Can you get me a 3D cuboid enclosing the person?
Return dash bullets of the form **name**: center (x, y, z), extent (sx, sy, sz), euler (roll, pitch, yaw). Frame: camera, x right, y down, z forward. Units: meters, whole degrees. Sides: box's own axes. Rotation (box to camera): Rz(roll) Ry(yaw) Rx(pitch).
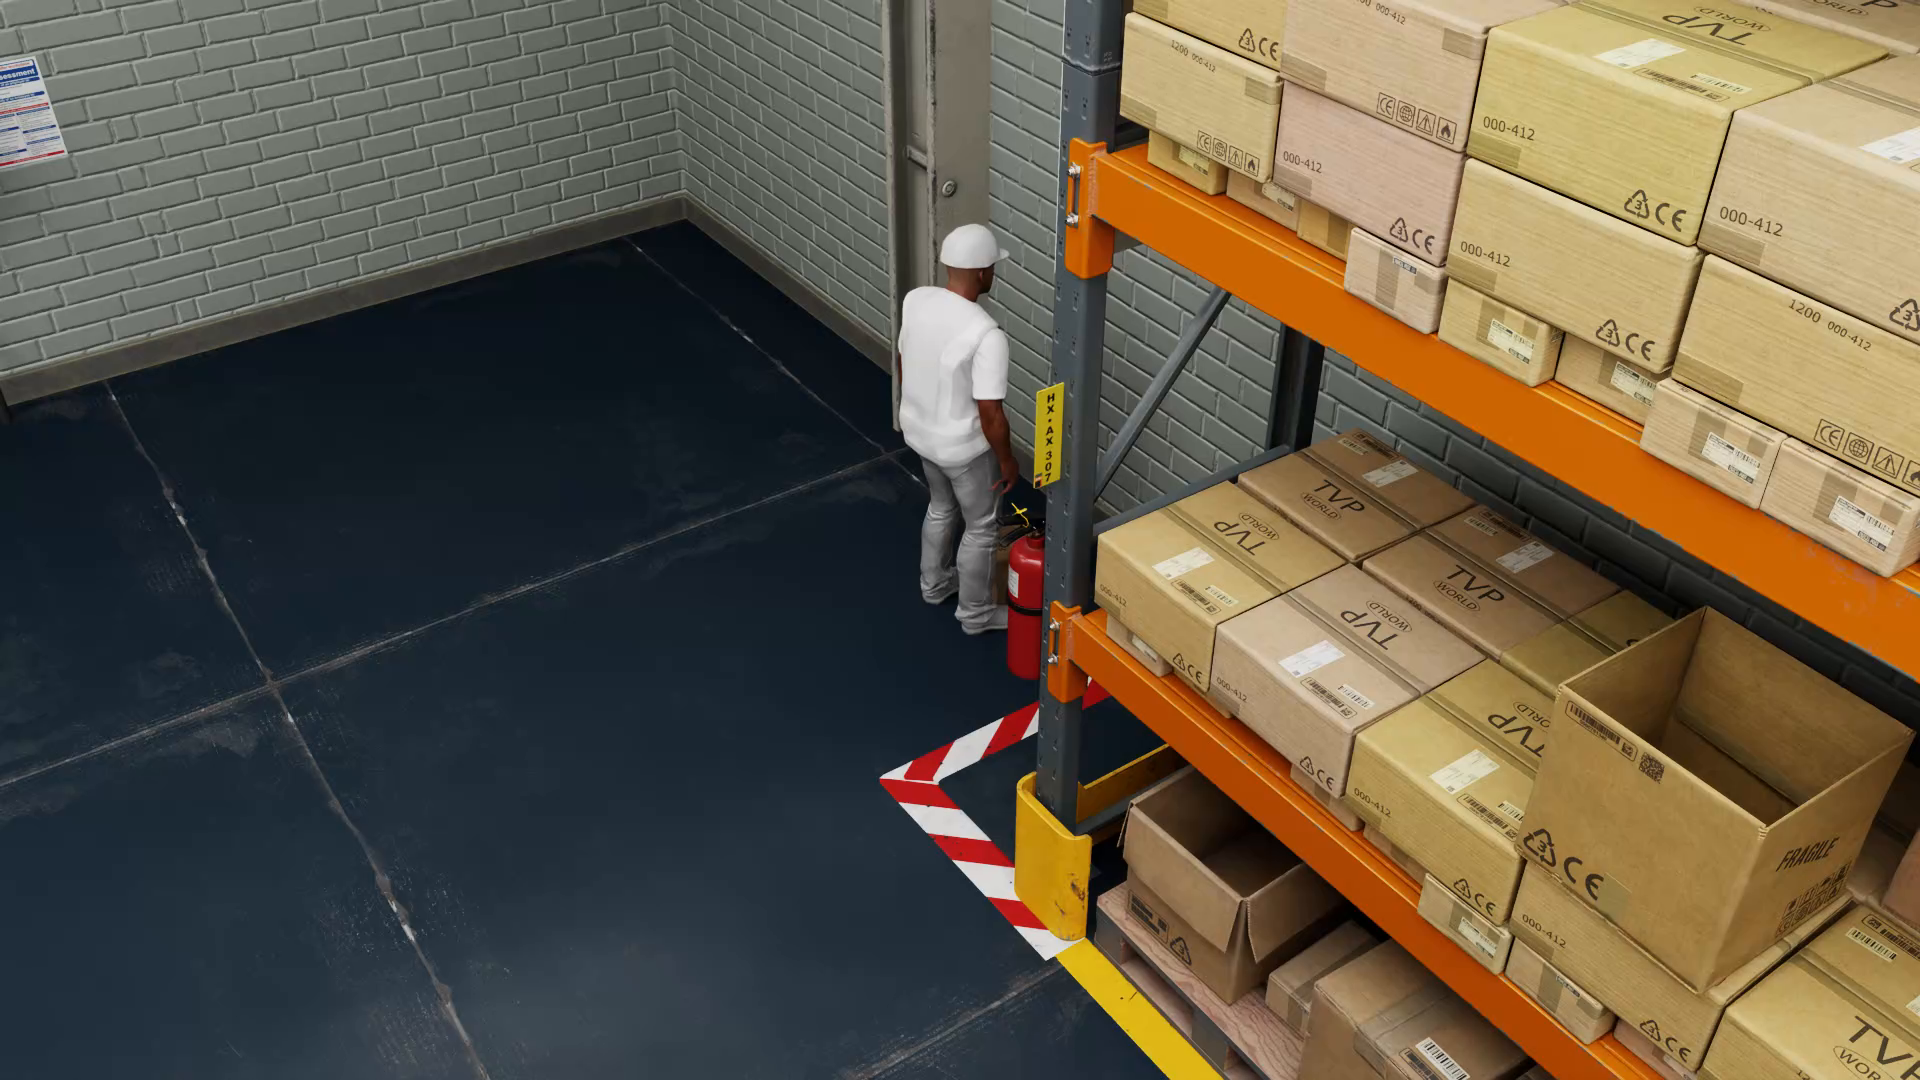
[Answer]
- **person**: center (0.006, -0.436, 6.731), extent (0.460, 1.759, 0.629), euler (-25, 43, -30)
